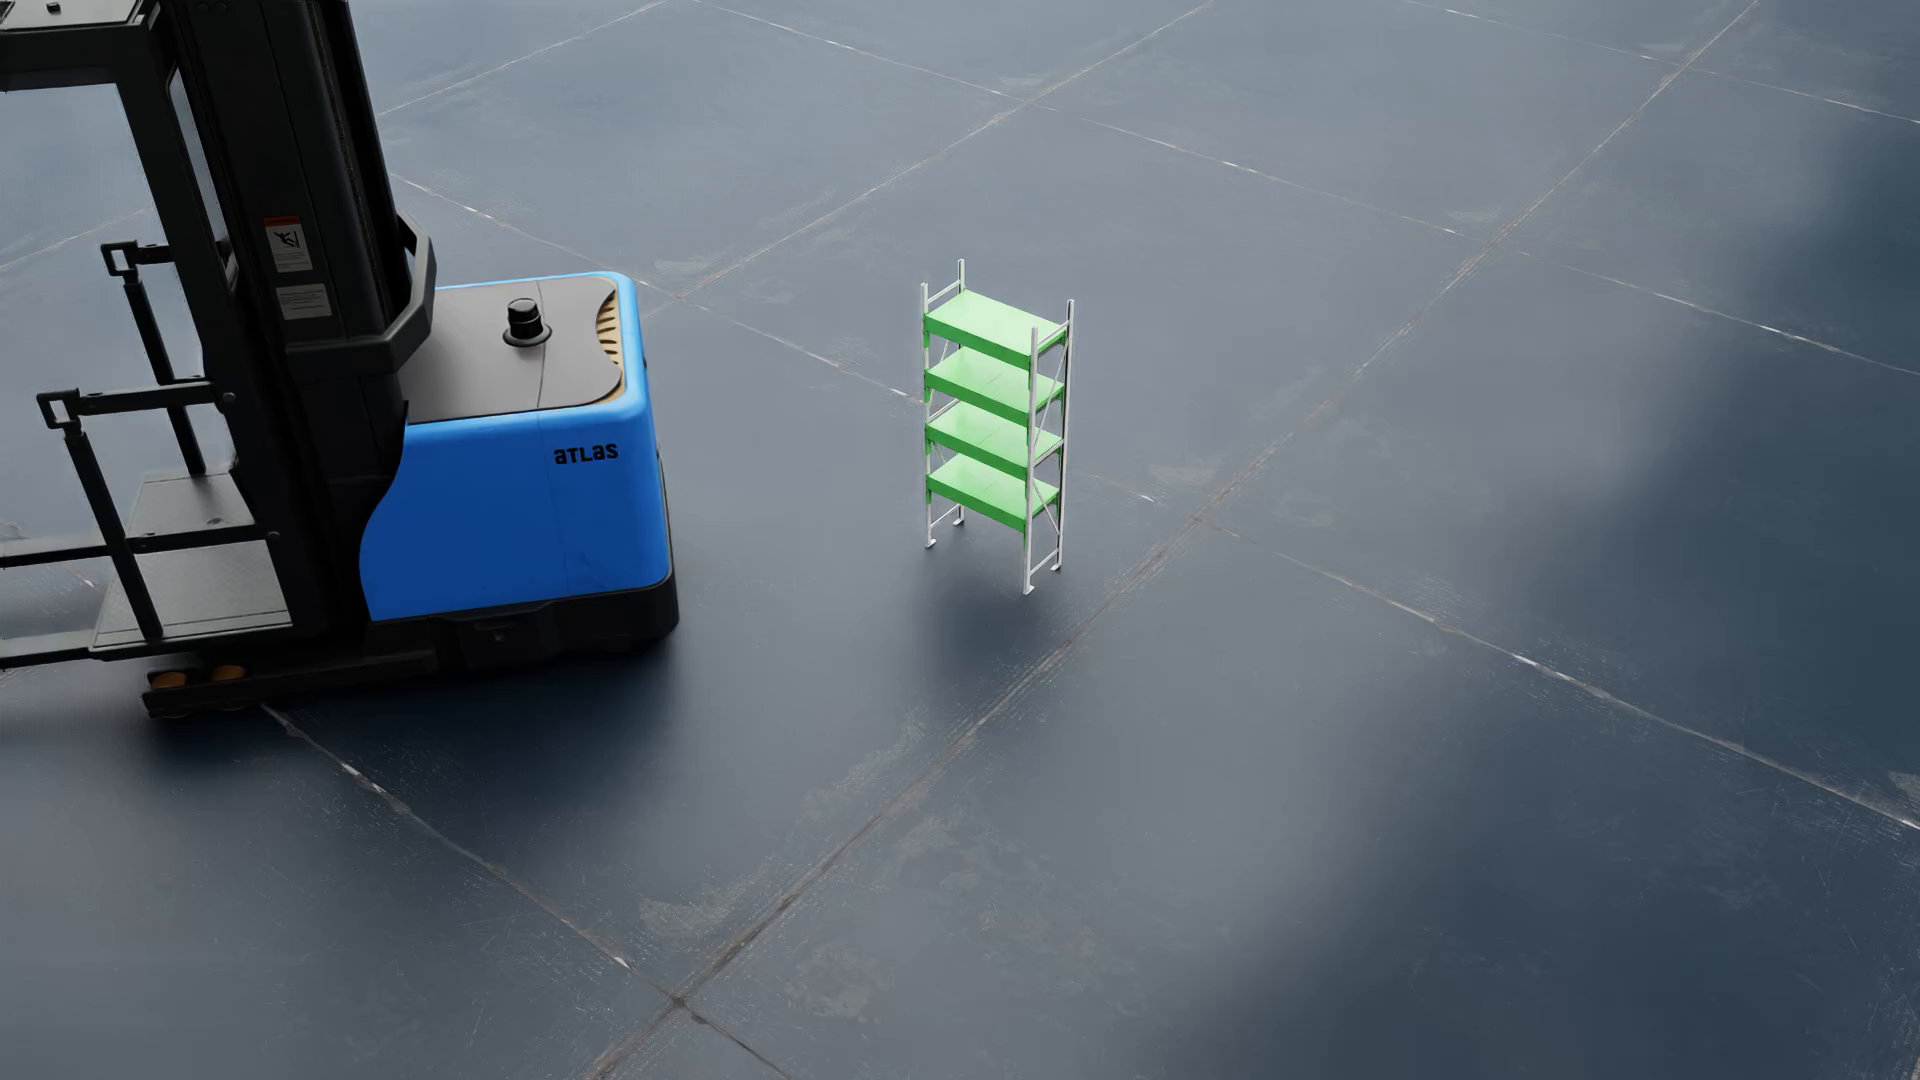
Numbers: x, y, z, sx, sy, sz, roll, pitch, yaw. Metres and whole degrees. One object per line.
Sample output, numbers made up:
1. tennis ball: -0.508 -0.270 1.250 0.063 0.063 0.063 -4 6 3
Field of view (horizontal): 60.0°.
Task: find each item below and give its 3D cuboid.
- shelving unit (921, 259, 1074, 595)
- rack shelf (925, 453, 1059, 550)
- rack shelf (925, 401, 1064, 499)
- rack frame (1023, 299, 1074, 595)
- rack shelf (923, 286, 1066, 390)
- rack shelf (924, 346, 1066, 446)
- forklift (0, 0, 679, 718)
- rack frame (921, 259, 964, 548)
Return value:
1. shelving unit: 0.132 -0.410 6.301 0.503 1.200 0.258 25 45 29
2. rack shelf: 0.131 -0.171 6.488 0.480 0.148 0.258 25 45 29
3. rack shelf: 0.132 -0.360 6.340 0.480 0.148 0.258 25 45 29
4. rack frame: 0.325 -0.319 6.184 0.015 1.200 0.240 25 45 29
5. rack shelf: 0.132 -0.738 6.044 0.480 0.148 0.258 25 45 29
6. rack shelf: 0.132 -0.549 6.192 0.480 0.148 0.258 25 45 29
7. forklift: -2.625 -0.874 5.488 3.031 2.935 1.130 -7 39 -9
8. rack frame: -0.062 -0.502 6.418 0.015 1.200 0.240 25 45 29
